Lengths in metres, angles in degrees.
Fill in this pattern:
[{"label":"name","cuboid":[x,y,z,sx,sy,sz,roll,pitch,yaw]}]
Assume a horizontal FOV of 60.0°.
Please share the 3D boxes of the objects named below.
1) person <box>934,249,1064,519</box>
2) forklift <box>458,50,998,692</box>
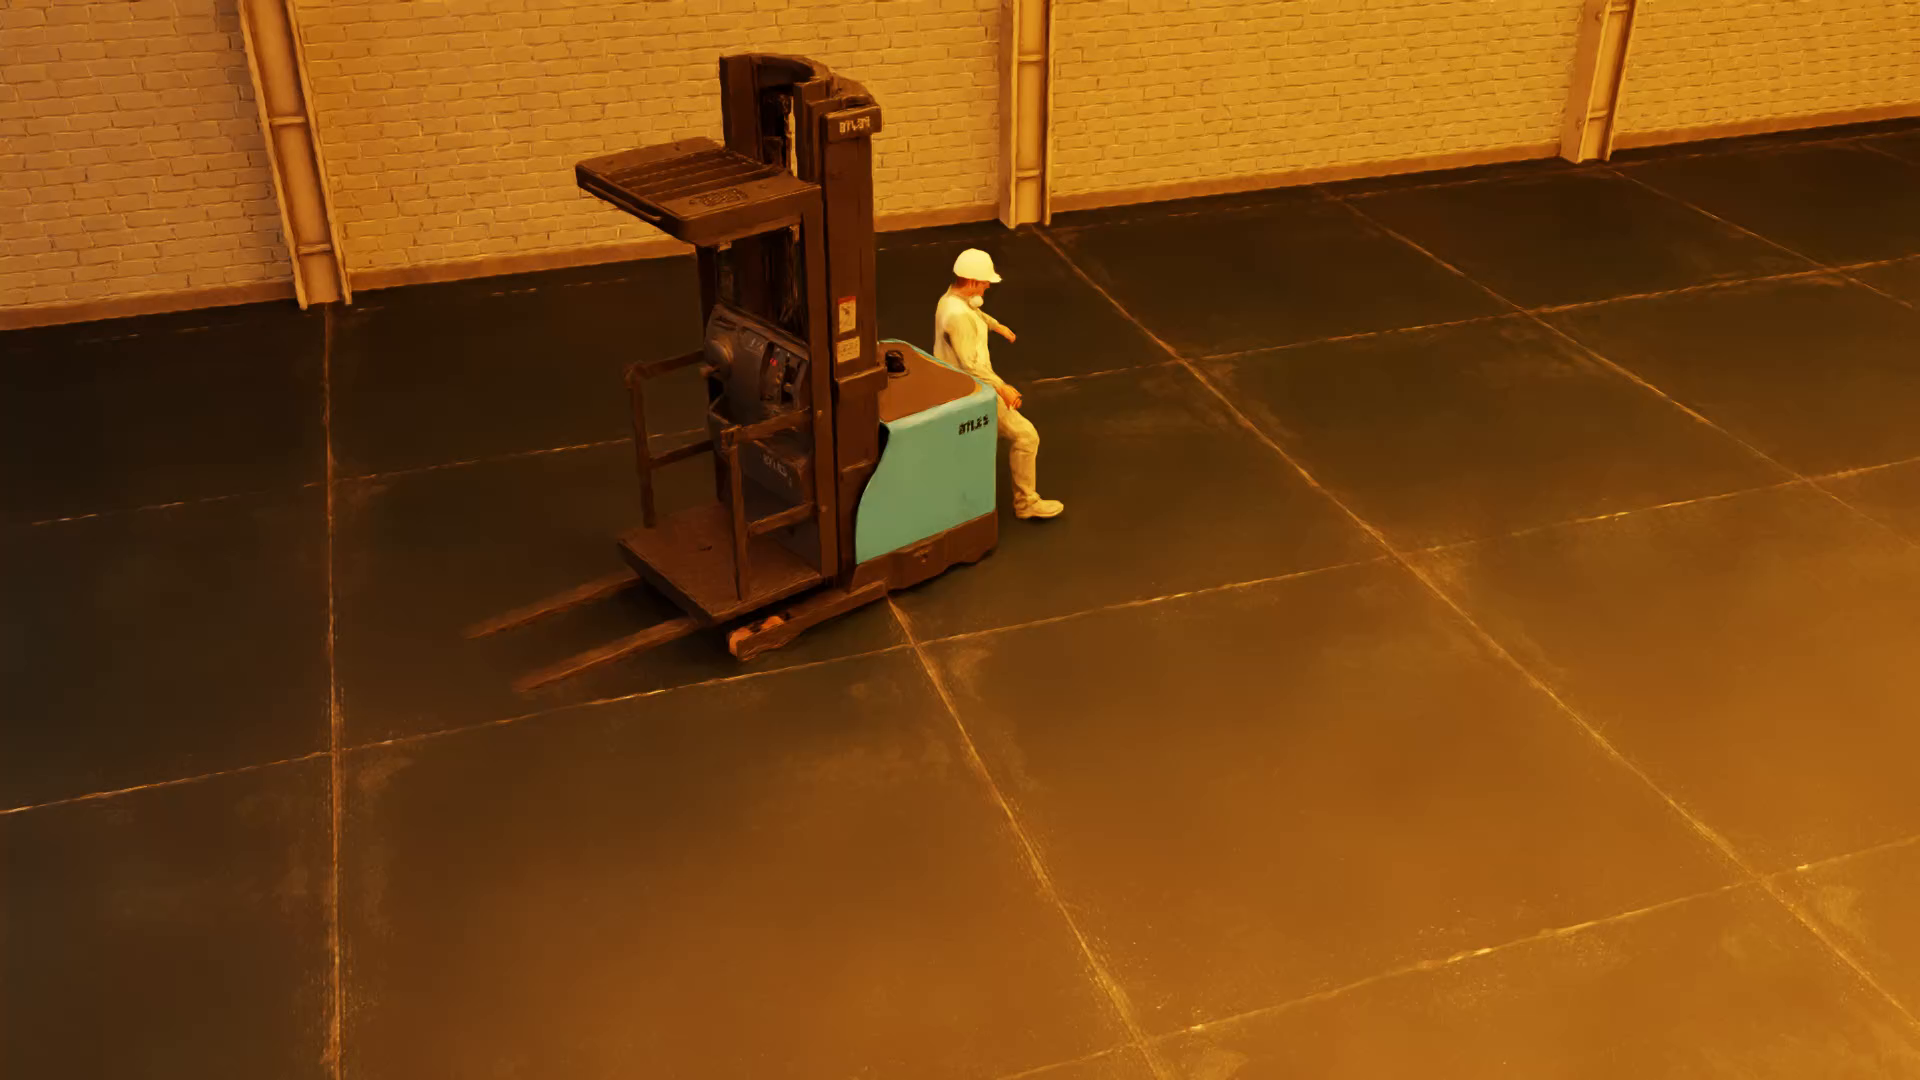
[{"label":"person","cuboid":[0.145,-1.005,10.198,0.925,1.631,0.992,-2,30,-4]},{"label":"forklift","cuboid":[-1.242,-0.924,8.693,3.031,2.935,1.130,-22,36,-33]}]
